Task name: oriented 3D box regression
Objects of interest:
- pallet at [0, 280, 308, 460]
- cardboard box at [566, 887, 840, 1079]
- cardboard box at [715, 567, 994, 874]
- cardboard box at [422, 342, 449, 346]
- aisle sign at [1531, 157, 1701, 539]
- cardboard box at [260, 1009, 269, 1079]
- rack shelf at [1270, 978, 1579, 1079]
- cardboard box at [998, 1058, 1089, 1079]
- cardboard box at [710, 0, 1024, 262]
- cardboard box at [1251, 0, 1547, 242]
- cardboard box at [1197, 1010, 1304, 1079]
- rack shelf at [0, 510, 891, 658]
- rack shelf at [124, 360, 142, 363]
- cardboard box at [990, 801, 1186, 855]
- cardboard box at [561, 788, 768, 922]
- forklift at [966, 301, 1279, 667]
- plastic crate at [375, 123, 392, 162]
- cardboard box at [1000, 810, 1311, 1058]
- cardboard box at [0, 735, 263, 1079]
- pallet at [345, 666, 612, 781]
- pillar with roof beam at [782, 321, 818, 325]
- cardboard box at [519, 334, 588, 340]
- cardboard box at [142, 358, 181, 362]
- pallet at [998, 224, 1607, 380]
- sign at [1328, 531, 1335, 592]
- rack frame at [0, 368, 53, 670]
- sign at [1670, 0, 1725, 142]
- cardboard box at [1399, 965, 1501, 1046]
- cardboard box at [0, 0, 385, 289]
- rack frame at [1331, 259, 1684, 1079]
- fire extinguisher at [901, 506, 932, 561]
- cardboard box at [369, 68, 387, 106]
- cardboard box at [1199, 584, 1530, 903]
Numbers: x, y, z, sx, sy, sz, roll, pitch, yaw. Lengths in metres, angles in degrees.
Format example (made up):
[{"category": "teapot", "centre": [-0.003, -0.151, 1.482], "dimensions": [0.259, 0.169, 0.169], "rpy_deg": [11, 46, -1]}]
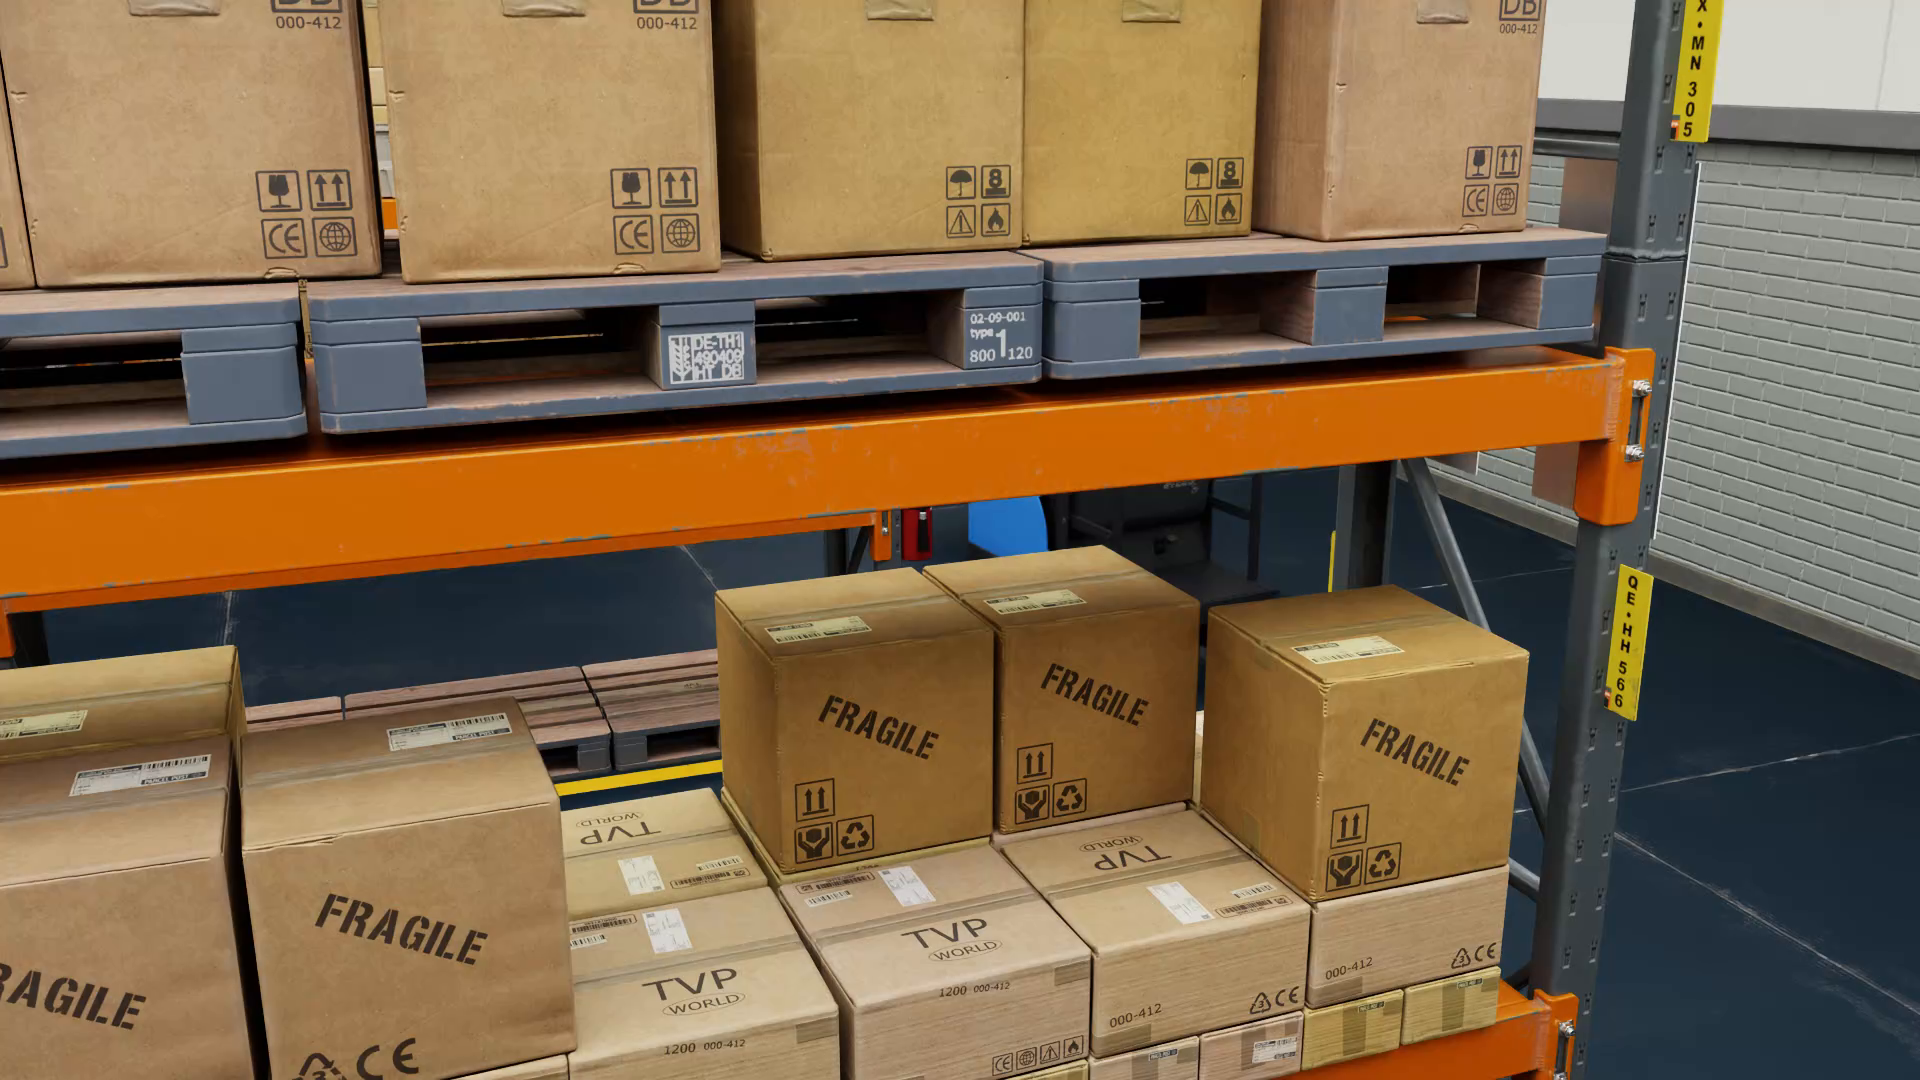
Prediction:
[{"category": "pallet", "centre": [-1.724, -0.329, 2.728], "dimensions": [1.213, 0.211, 1.003], "rpy_deg": [-6, 17, -20]}, {"category": "cardboard box", "centre": [-0.548, 0.948, 3.284], "dimensions": [0.500, 0.250, 0.500], "rpy_deg": [-6, 17, -20]}, {"category": "cardboard box", "centre": [-0.250, 0.395, 3.836], "dimensions": [0.500, 0.500, 0.500], "rpy_deg": [-7, 18, -22]}, {"category": "cardboard box", "centre": [-4.040, -1.641, 12.185], "dimensions": [0.500, 0.500, 0.500], "rpy_deg": [-6, 18, -21]}, {"category": "aisle sign", "centre": [1.418, -0.431, 3.630], "dimensions": [0.004, 0.787, 0.394], "rpy_deg": [-6, 17, -20]}, {"category": "cardboard box", "centre": [-1.493, 1.050, 2.939], "dimensions": [0.500, 0.250, 0.500], "rpy_deg": [-6, 17, -20]}, {"category": "rack shelf", "centre": [-0.624, 1.291, 3.655], "dimensions": [4.000, 0.370, 1.077], "rpy_deg": [-6, 17, -20]}, {"category": "cardboard box", "centre": [0.076, 1.091, 3.506], "dimensions": [0.250, 0.149, 0.380], "rpy_deg": [-7, 18, -21]}, {"category": "cardboard box", "centre": [-0.257, -0.836, 3.197], "dimensions": [0.500, 0.500, 0.700], "rpy_deg": [-7, 18, -24]}, {"category": "cardboard box", "centre": [0.777, -0.926, 3.503], "dimensions": [0.500, 0.500, 0.700], "rpy_deg": [-7, 18, -23]}, {"category": "cardboard box", "centre": [0.551, 1.039, 3.682], "dimensions": [0.250, 0.149, 0.380], "rpy_deg": [-6, 17, -20]}, {"category": "rack shelf", "centre": [-2.396, -0.012, 8.092], "dimensions": [4.000, 0.370, 1.077], "rpy_deg": [-6, 17, -20]}, {"category": "rack shelf", "centre": [-4.165, -1.316, 12.532], "dimensions": [4.000, 0.370, 1.077], "rpy_deg": [-6, 17, -20]}, {"category": "cardboard box", "centre": [0.216, 0.705, 4.112], "dimensions": [0.500, 0.250, 0.500], "rpy_deg": [-6, 18, -21]}, {"category": "cardboard box", "centre": [-0.740, 0.809, 3.759], "dimensions": [0.500, 0.250, 0.500], "rpy_deg": [-7, 18, -21]}, {"category": "forklift", "centre": [1.196, -0.818, 9.682], "dimensions": [1.130, 2.935, 3.031], "rpy_deg": [-9, 19, -28]}, {"category": "plastic crate", "centre": [-2.709, -1.799, 7.787], "dimensions": [0.530, 0.282, 0.437], "rpy_deg": [-6, 17, -20]}, {"category": "cardboard box", "centre": [0.412, 0.843, 3.642], "dimensions": [0.500, 0.250, 0.500], "rpy_deg": [-6, 18, -21]}, {"category": "cardboard box", "centre": [-1.490, 0.688, 2.838], "dimensions": [0.500, 0.500, 0.500], "rpy_deg": [-6, 17, -20]}, {"category": "pallet", "centre": [-2.450, 0.974, 8.407], "dimensions": [1.213, 0.211, 1.003], "rpy_deg": [-6, 17, -20]}, {"category": "pillar with roof beam", "centre": [-0.322, -5.411, 14.554], "dimensions": [0.400, 9.000, 9.100], "rpy_deg": [-6, 17, -20]}, {"category": "cardboard box", "centre": [-3.102, -1.740, 12.524], "dimensions": [0.500, 0.500, 0.500], "rpy_deg": [-6, 17, -20]}, {"category": "cardboard box", "centre": [-5.460, -1.487, 11.660], "dimensions": [0.500, 0.500, 0.500], "rpy_deg": [-6, 17, -19]}, {"category": "pallet", "centre": [0.554, -0.575, 3.566], "dimensions": [1.213, 0.211, 1.003], "rpy_deg": [-6, 17, -20]}, {"category": "sign", "centre": [1.050, 0.144, 4.606], "dimensions": [0.005, 0.325, 0.100], "rpy_deg": [-6, 17, -20]}, {"category": "rack frame", "centre": [-4.264, -0.156, 7.304], "dimensions": [0.127, 3.000, 1.000], "rpy_deg": [-6, 17, -20]}, {"category": "sign", "centre": [1.425, -0.938, 3.213], "dimensions": [0.005, 0.325, 0.100], "rpy_deg": [-6, 17, -20]}, {"category": "cardboard box", "centre": [1.029, 0.987, 3.858], "dimensions": [0.250, 0.149, 0.380], "rpy_deg": [-6, 17, -19]}, {"category": "cardboard box", "centre": [-1.279, -0.737, 2.860], "dimensions": [0.500, 0.500, 0.700], "rpy_deg": [-5, 17, -17]}, {"category": "rack frame", "centre": [1.243, 0.744, 4.240], "dimensions": [0.127, 3.000, 1.000], "rpy_deg": [-6, 17, -20]}, {"category": "fire extinguisher", "centre": [-0.225, -0.238, 8.386], "dimensions": [0.183, 0.674, 0.296], "rpy_deg": [-6, 17, -20]}, {"category": "cardboard box", "centre": [-4.086, -3.199, 11.722], "dimensions": [0.500, 0.250, 0.500], "rpy_deg": [-6, 17, -20]}, {"category": "cardboard box", "centre": [0.883, 0.432, 3.711], "dimensions": [0.500, 0.500, 0.500], "rpy_deg": [-6, 17, -19]}]
